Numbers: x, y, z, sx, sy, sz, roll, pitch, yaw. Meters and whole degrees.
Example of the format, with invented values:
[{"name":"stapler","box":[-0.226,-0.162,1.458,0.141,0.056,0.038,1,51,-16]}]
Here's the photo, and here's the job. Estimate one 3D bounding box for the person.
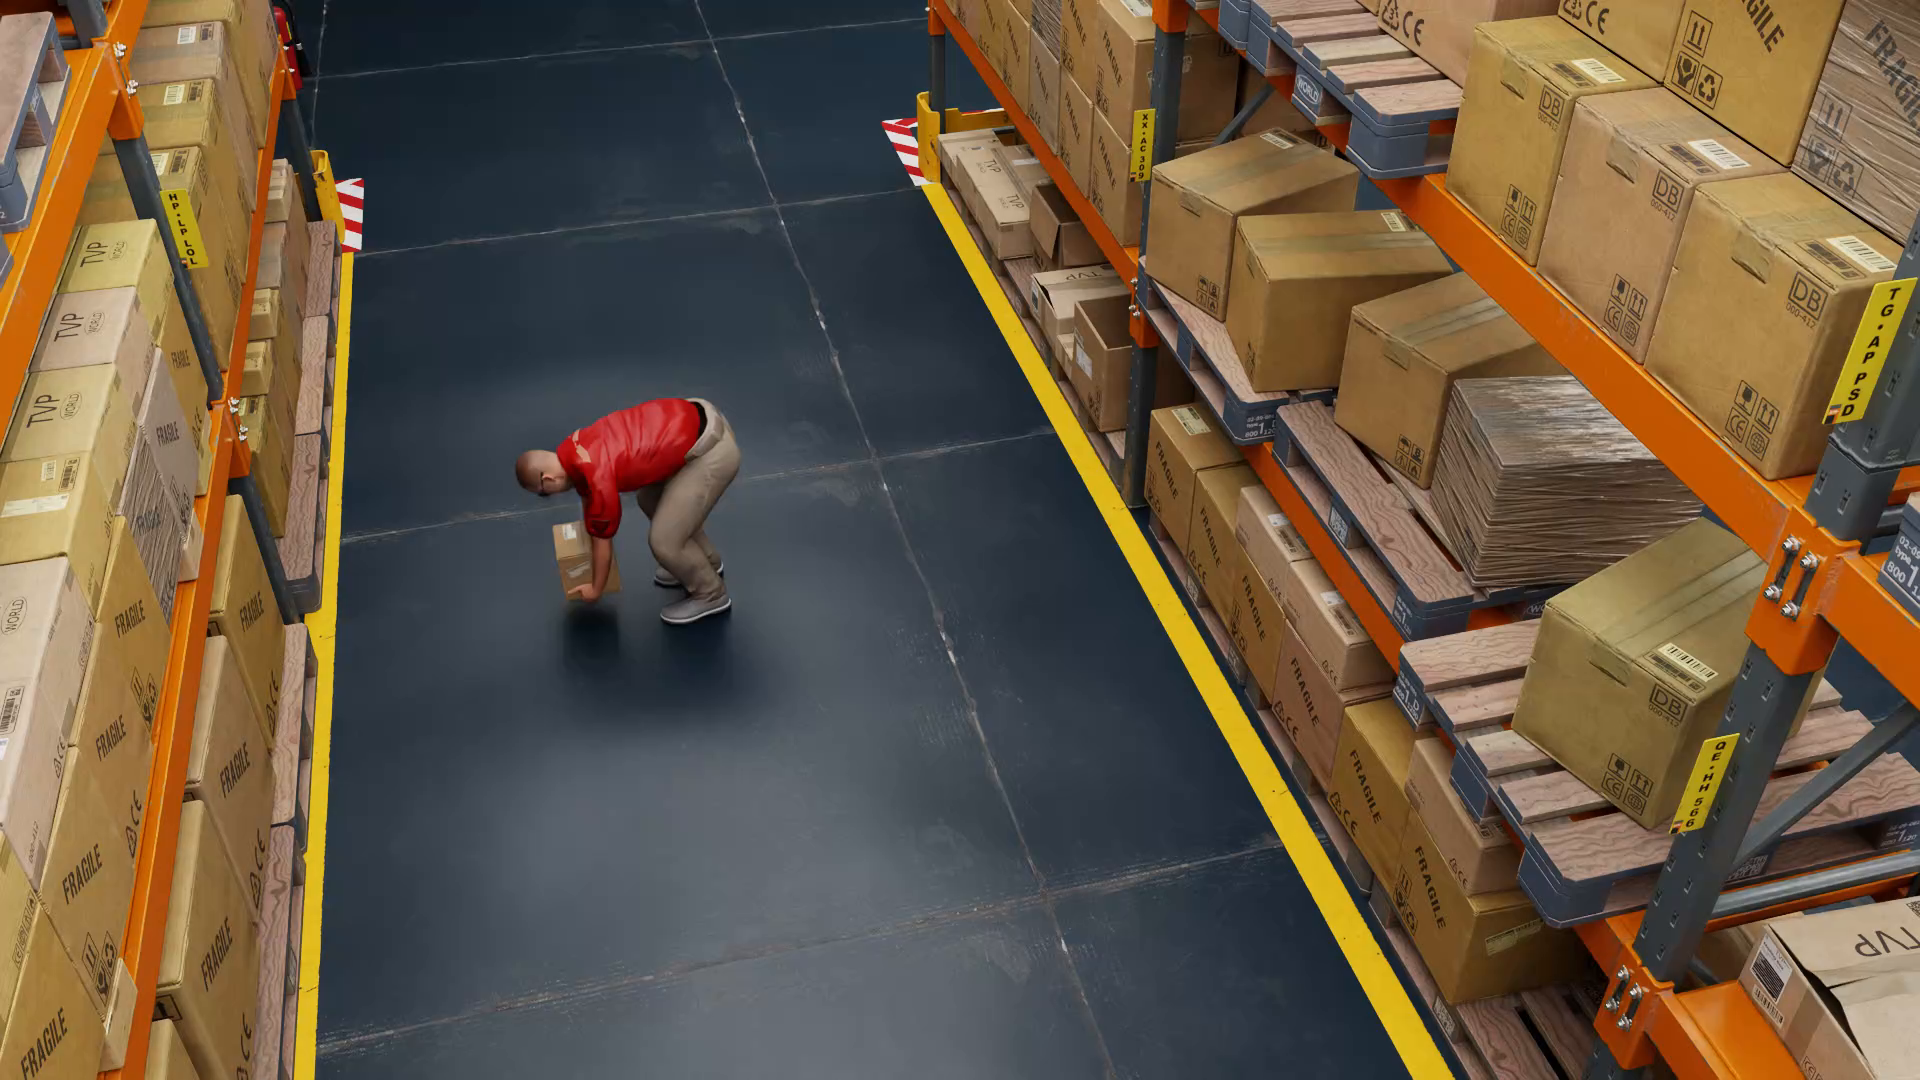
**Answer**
[{"name":"person","box":[-1.447,-0.114,7.448,0.963,1.026,0.517,-11,39,-14]}]
